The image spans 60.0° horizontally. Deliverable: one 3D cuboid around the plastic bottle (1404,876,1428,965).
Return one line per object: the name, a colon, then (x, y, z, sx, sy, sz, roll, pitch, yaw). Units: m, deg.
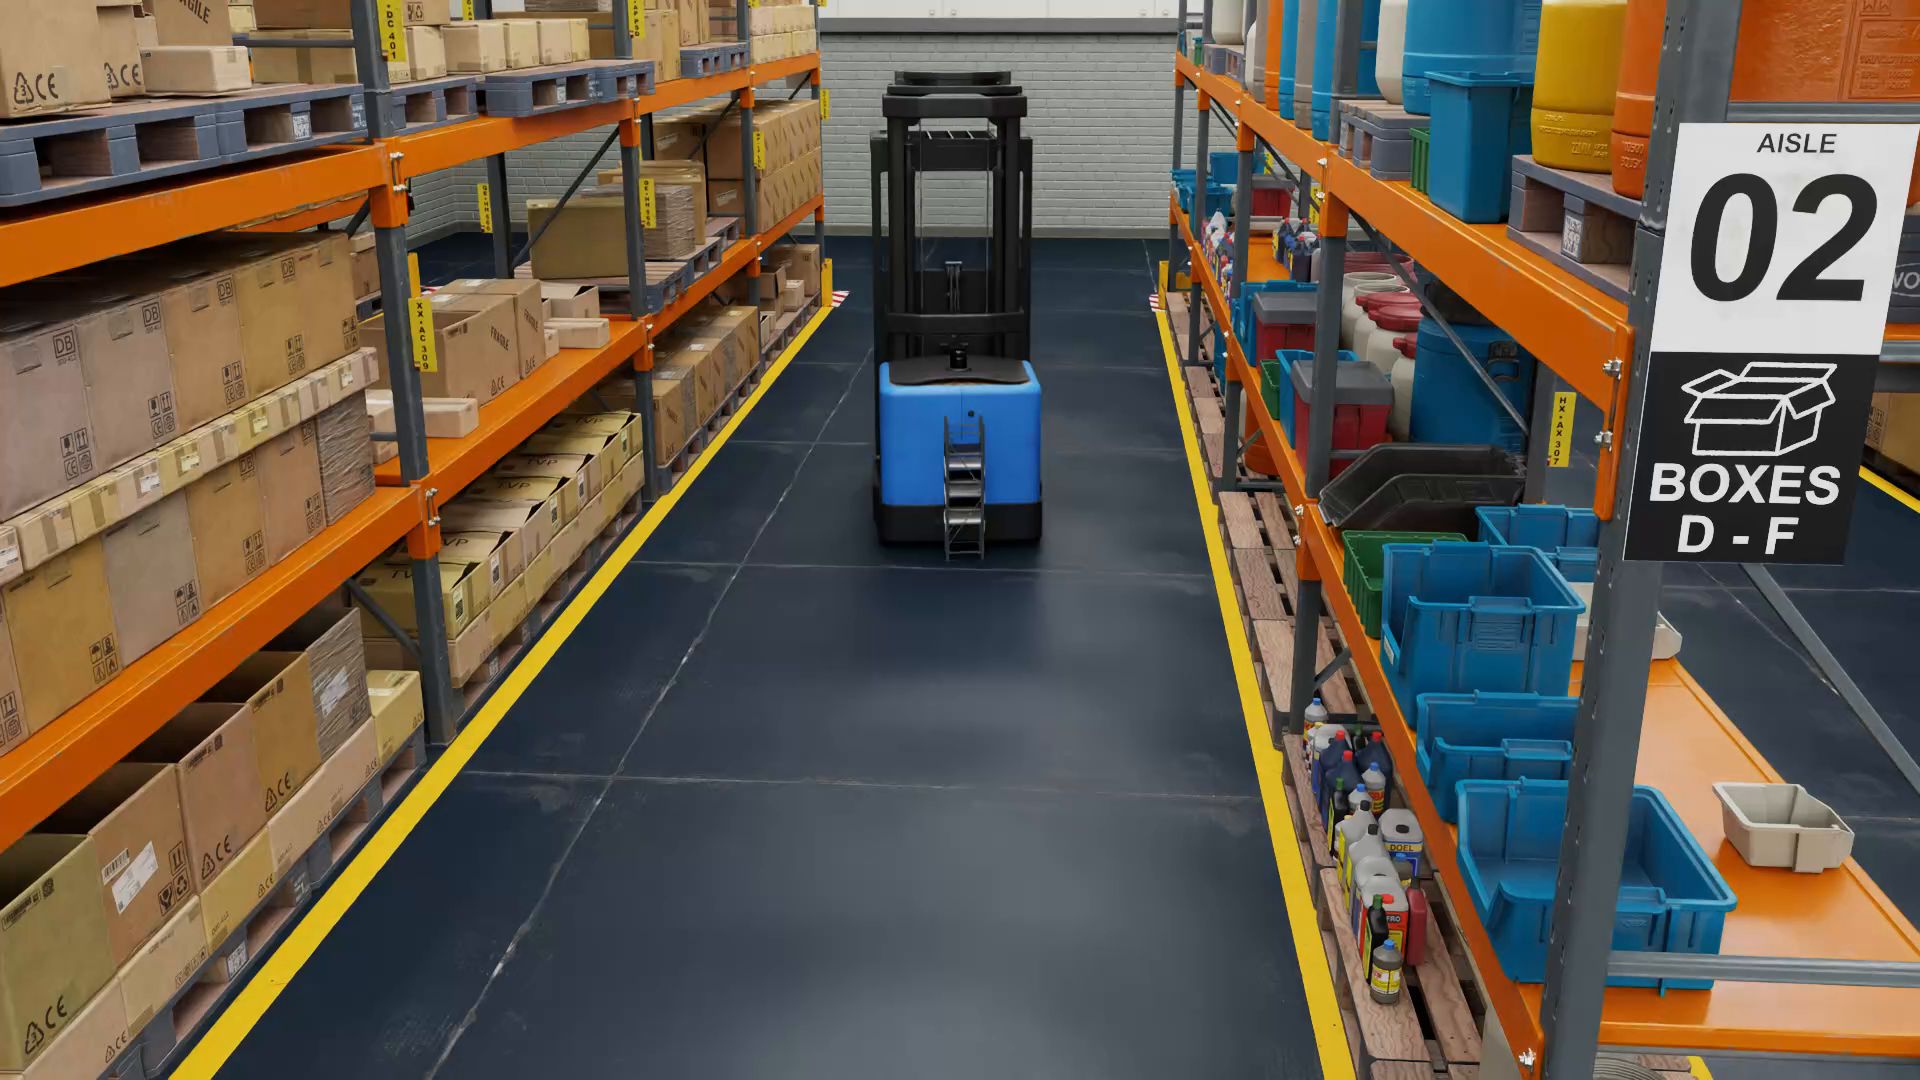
plastic bottle: (1.572, 1.313, 5.753, 0.061, 0.283, 0.133, 1, 18, 4)

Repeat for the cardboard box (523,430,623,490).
cardboard box: (-2.463, -0.539, 10.591, 0.500, 0.311, 0.500, 1, 18, 3)

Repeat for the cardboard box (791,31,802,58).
cardboard box: (-1.911, -5.072, 17.008, 0.500, 0.250, 0.500, 1, 18, 4)

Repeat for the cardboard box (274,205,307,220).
cardboard box: (-7.182, -3.598, 16.605, 0.980, 0.700, 0.700, 1, 18, 3)

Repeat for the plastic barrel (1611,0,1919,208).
plastic barrel: (1.634, -1.096, 3.268, 0.600, 0.830, 0.708, 1, 18, 4)

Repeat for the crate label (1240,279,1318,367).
crate label: (1.959, -1.312, 10.052, 0.502, 0.435, 0.616, 1, 18, 4)

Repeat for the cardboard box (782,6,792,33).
cardboard box: (-1.954, -5.154, 16.456, 0.500, 0.250, 0.500, 1, 18, 4)

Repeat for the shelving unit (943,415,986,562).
shelving unit: (0.027, -0.321, 10.459, 0.258, 0.900, 0.210, -1, 18, -3)

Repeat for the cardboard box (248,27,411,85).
cardboard box: (-2.874, -2.212, 7.604, 0.500, 0.250, 0.500, 3, 18, 10)

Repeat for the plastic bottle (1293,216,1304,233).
plastic bottle: (2.847, -2.523, 13.886, 0.144, 0.351, 0.185, 1, 18, 4)

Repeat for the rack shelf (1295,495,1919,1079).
rack shelf: (1.870, 0.608, 5.406, 1.077, 0.370, 4.000, 1, 18, 4)

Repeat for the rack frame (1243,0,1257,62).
rack frame: (2.300, -4.448, 10.046, 1.000, 3.000, 0.127, 1, 18, 4)

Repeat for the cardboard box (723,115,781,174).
cardboard box: (-2.003, -3.774, 15.858, 0.500, 0.500, 0.500, 1, 18, 2)

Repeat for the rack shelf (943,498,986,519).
rack shelf: (0.027, -0.204, 10.497, 0.258, 0.077, 0.200, -1, 18, -3)

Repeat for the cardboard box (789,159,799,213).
cardboard box: (-1.939, -3.624, 17.004, 0.500, 0.500, 0.500, 1, 18, 3)

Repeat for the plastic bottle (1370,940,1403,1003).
plastic bottle: (1.421, 1.428, 5.536, 0.097, 0.201, 0.097, 0, 18, 0)

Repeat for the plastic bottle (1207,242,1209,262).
plastic bottle: (2.098, -2.400, 13.751, 0.097, 0.201, 0.097, 0, 18, 0)

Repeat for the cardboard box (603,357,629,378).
cardboard box: (-2.808, -1.400, 12.482, 0.500, 0.250, 0.500, 2, 18, 6)

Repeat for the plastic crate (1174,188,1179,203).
plastic crate: (2.373, -3.607, 17.442, 0.250, 0.136, 0.298, 1, 18, 4)

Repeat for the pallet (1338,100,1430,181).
pallet: (2.059, -1.464, 6.061, 1.213, 0.211, 1.003, 1, 18, 4)

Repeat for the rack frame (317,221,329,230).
rack frame: (-7.008, -4.303, 19.238, 1.000, 3.000, 0.127, 1, 18, 4)

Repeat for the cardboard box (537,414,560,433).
cardboard box: (-2.971, -0.712, 11.121, 0.500, 0.311, 0.500, 2, 18, 6)

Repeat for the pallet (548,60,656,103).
pallet: (-2.600, -2.832, 10.235, 1.213, 0.211, 1.003, 2, 18, 6)

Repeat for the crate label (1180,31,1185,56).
crate label: (2.485, -5.157, 17.267, 0.408, 0.251, 0.502, 1, 18, 4)

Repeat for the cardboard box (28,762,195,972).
cardboard box: (-2.897, 1.054, 5.427, 0.500, 0.500, 0.500, 1, 18, 4)

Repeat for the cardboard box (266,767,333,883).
cardboard box: (-2.809, 1.100, 6.490, 0.500, 0.250, 0.500, 1, 18, 4)

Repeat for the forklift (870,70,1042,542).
forklift: (-0.071, -1.792, 11.685, 1.130, 2.935, 3.031, -1, 18, -3)

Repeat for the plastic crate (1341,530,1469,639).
plastic crate: (1.634, 0.161, 5.955, 0.450, 0.188, 0.662, 1, 18, 4)

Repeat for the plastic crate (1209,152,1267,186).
plastic crate: (3.036, -4.019, 18.218, 0.616, 0.435, 0.499, 1, 18, 4)

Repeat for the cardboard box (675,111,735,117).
cardboard box: (-2.505, -3.953, 16.402, 0.500, 0.500, 0.500, 1, 18, 4)

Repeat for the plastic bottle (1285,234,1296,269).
plastic bottle: (2.683, -2.334, 13.435, 0.097, 0.271, 0.097, 0, 18, 0)

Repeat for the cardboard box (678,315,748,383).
cardboard box: (-2.147, -1.660, 14.478, 0.500, 0.500, 0.500, 1, 18, 4)

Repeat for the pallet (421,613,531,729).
pallet: (-2.913, 0.629, 8.665, 1.003, 0.211, 1.213, 1, 18, 4)

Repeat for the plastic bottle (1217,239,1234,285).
plastic bottle: (2.038, -2.113, 12.632, 0.144, 0.351, 0.185, 1, 18, 4)

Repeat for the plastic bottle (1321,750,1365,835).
plastic bottle: (1.528, 0.995, 6.617, 0.144, 0.351, 0.185, 1, 18, 2)

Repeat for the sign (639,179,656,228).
sign: (-2.087, -2.248, 11.107, 0.100, 0.325, 0.005, 1, 18, 4)

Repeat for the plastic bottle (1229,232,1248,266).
plastic bottle: (2.259, -2.354, 13.490, 0.152, 0.276, 0.135, 1, 18, 4)

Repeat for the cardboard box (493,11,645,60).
cardboard box: (-2.643, -3.318, 11.255, 0.910, 0.500, 0.500, 1, 18, 4)

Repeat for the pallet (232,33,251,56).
pallet: (-7.226, -4.698, 15.768, 1.003, 0.211, 1.213, 1, 18, 4)

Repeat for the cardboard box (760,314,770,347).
cardboard box: (-2.108, -2.008, 15.846, 0.500, 0.311, 0.500, 1, 18, 4)

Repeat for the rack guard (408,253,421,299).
rack guard: (-7.007, -3.123, 19.650, 1.175, 0.500, 0.348, 1, 18, 4)

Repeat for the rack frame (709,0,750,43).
rack frame: (-2.354, -5.802, 14.179, 1.000, 3.000, 0.127, 1, 18, 4)

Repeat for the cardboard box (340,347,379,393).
cardboard box: (-2.733, -0.733, 7.141, 0.380, 0.149, 0.250, 1, 18, 4)

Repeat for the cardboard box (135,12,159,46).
cardboard box: (-3.265, -1.798, 6.019, 0.500, 0.311, 0.500, 0, 18, 1)

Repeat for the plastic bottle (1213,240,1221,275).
plastic bottle: (2.048, -2.218, 13.081, 0.097, 0.271, 0.097, 0, 18, 0)

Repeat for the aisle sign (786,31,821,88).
aisle sign: (-1.757, -5.443, 18.543, 0.394, 0.787, 0.004, 1, 18, 4)

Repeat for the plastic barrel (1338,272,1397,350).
plastic barrel: (2.439, -1.326, 9.974, 0.421, 0.512, 0.421, 0, 18, 0)

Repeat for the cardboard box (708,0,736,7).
cardboard box: (-2.357, -5.051, 14.938, 0.700, 0.500, 0.500, 1, 18, 4)

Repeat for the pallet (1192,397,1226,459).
pallet: (2.405, -0.896, 13.318, 1.003, 0.211, 1.213, 1, 18, 4)

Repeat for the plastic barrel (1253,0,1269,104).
plastic barrel: (2.024, -3.011, 9.672, 0.600, 0.901, 0.600, 0, 18, 0)

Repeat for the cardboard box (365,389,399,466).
cardboard box: (-2.936, -0.549, 8.023, 0.500, 0.250, 0.500, 2, 18, 7)

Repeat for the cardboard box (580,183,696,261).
cardboard box: (-2.452, -2.434, 12.699, 0.700, 0.500, 0.500, 5, 19, 14)

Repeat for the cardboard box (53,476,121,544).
cardboard box: (-2.881, -0.097, 5.200, 0.380, 0.149, 0.250, 1, 18, 3)
